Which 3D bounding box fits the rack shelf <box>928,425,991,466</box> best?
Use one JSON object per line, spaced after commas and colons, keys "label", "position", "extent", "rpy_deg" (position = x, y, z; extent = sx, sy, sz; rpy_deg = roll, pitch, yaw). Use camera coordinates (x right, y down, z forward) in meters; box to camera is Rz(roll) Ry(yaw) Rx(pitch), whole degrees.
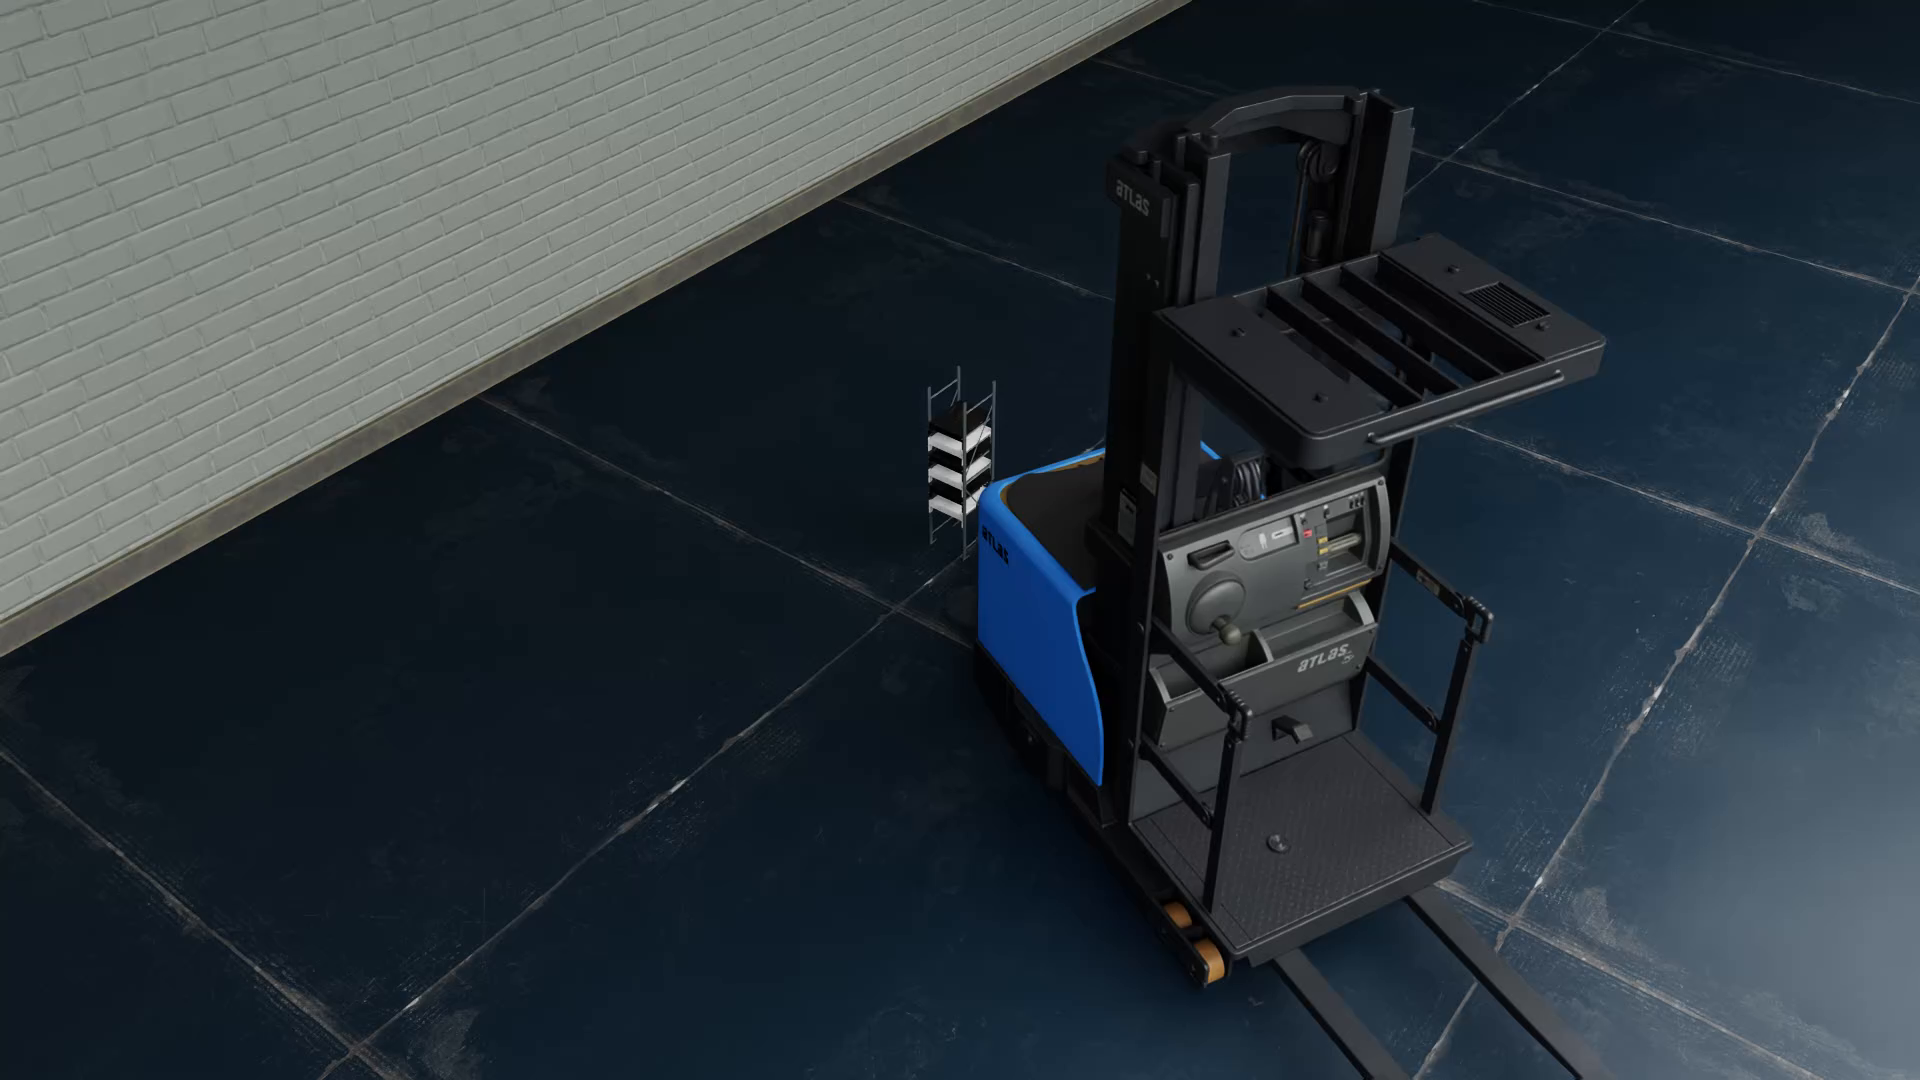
{"label": "rack shelf", "position": [0.006, -0.467, 7.739], "extent": [0.200, 0.077, 0.258], "rpy_deg": [25, 45, 29]}

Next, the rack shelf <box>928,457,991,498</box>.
{"label": "rack shelf", "position": [0.006, -0.325, 7.850], "extent": [0.200, 0.077, 0.258], "rpy_deg": [25, 45, 29]}

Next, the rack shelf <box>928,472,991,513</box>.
{"label": "rack shelf", "position": [0.006, -0.254, 7.905], "extent": [0.200, 0.077, 0.258], "rpy_deg": [25, 45, 29]}

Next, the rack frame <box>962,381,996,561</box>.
{"label": "rack frame", "position": [0.087, -0.313, 7.781], "extent": [0.006, 0.900, 0.240], "rpy_deg": [25, 45, 29]}

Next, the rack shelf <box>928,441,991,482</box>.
{"label": "rack shelf", "position": [0.006, -0.396, 7.795], "extent": [0.200, 0.077, 0.258], "rpy_deg": [25, 45, 29]}

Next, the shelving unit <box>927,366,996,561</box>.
{"label": "shelving unit", "position": [0.006, -0.351, 7.829], "extent": [0.210, 0.900, 0.258], "rpy_deg": [25, 45, 29]}

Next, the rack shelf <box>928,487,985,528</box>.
{"label": "rack shelf", "position": [0.006, -0.183, 7.961], "extent": [0.200, 0.077, 0.258], "rpy_deg": [25, 45, 29]}

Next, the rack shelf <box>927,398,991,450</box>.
{"label": "rack shelf", "position": [0.006, -0.538, 7.684], "extent": [0.200, 0.077, 0.258], "rpy_deg": [25, 45, 29]}

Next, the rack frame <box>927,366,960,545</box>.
{"label": "rack frame", "position": [-0.074, -0.389, 7.878], "extent": [0.006, 0.900, 0.240], "rpy_deg": [25, 45, 29]}

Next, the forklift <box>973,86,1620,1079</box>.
{"label": "forklift", "position": [1.195, 0.139, 5.556], "extent": [1.130, 2.935, 3.031], "rpy_deg": [-18, 42, -22]}
